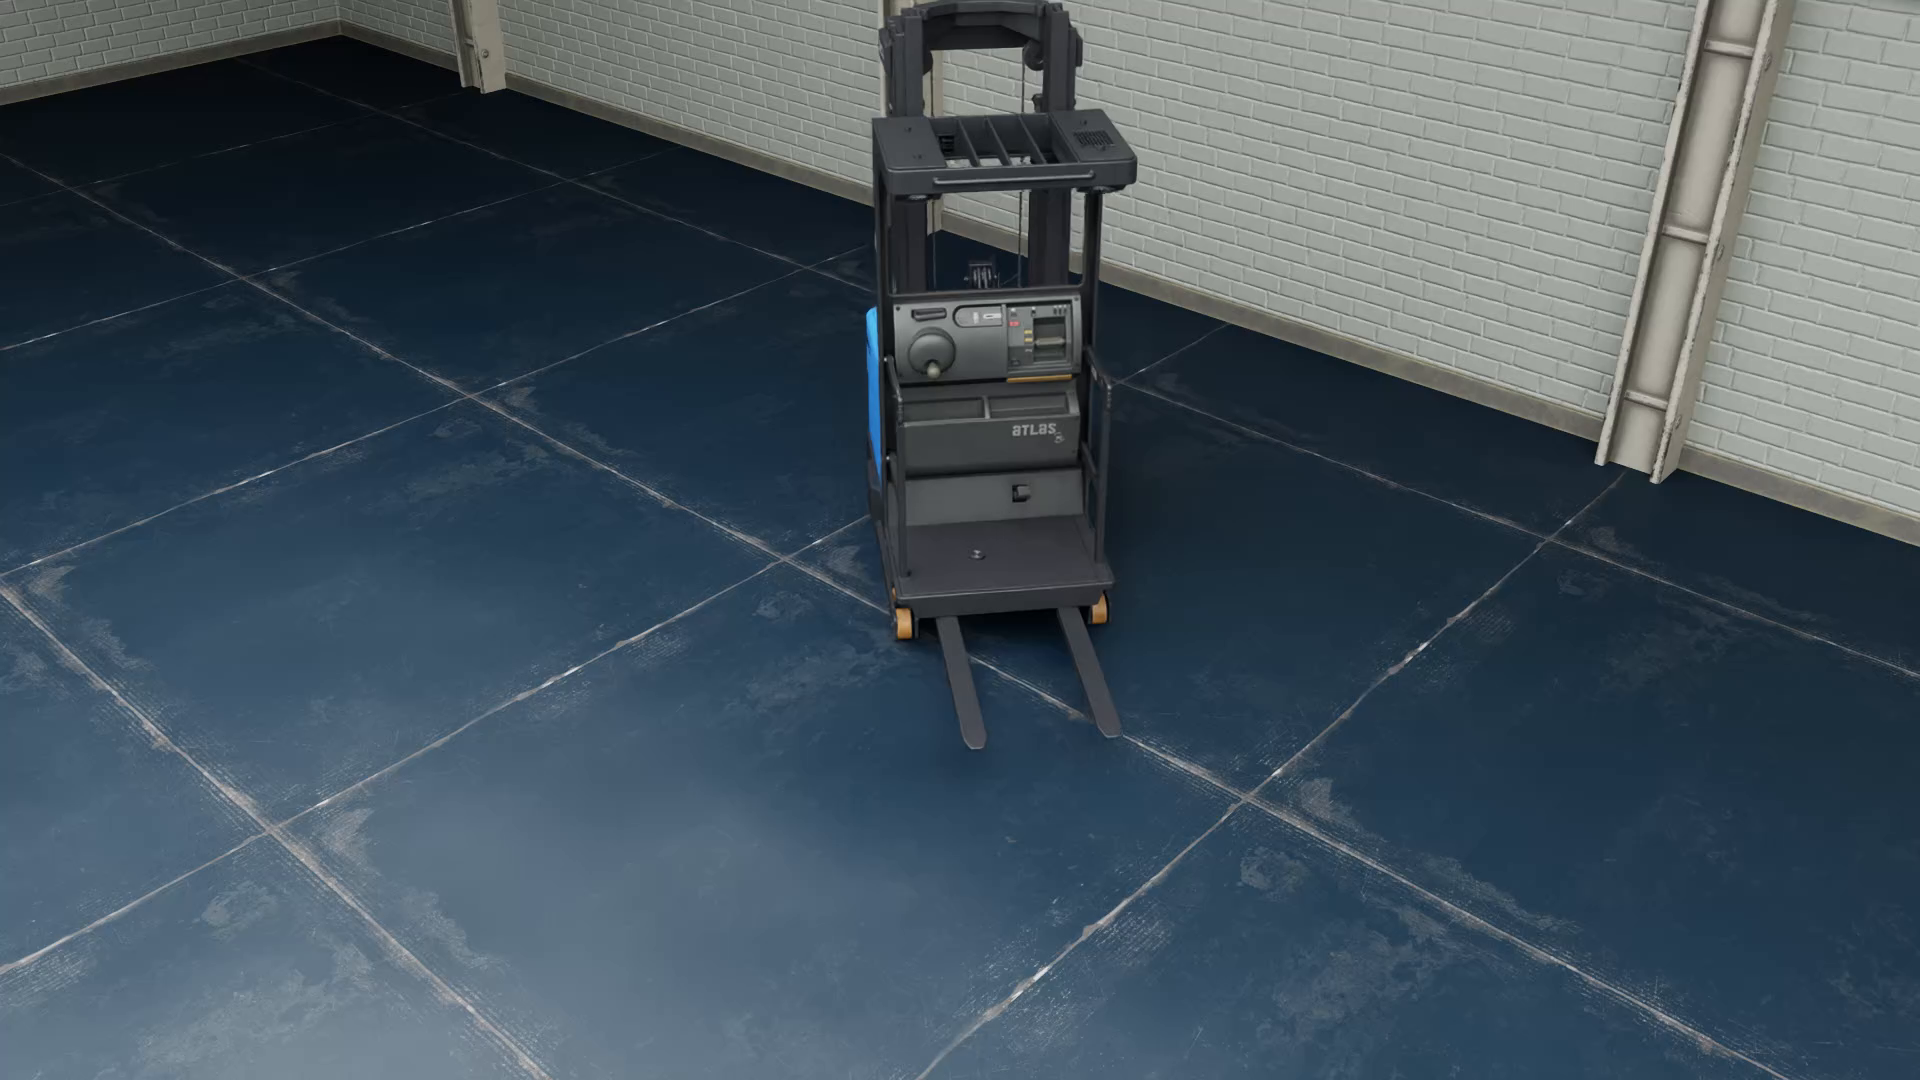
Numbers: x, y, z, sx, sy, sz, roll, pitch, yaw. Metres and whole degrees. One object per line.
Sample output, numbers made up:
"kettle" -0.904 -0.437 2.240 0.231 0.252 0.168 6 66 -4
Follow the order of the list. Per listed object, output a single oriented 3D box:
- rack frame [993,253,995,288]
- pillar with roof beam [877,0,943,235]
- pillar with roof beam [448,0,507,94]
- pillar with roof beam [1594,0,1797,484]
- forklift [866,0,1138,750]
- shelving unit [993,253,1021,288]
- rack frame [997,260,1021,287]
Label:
"rack frame" 0.134 -1.112 9.934 0.006 1.200 0.240 20 37 30
"pillar with roof beam" -3.267 -4.741 8.400 0.400 9.000 9.100 25 39 35
"pillar with roof beam" -7.716 -6.818 11.850 0.400 9.000 9.100 25 39 35
"pillar with roof beam" 1.182 -2.664 4.951 0.400 9.000 9.100 25 39 35
"forklift" 0.170 -0.944 7.977 1.130 2.935 3.031 -4 31 -7
"shelving unit" 0.208 -1.085 9.888 0.189 1.200 0.258 20 37 30
"rack frame" 0.283 -1.057 9.843 0.006 1.200 0.240 20 37 30
